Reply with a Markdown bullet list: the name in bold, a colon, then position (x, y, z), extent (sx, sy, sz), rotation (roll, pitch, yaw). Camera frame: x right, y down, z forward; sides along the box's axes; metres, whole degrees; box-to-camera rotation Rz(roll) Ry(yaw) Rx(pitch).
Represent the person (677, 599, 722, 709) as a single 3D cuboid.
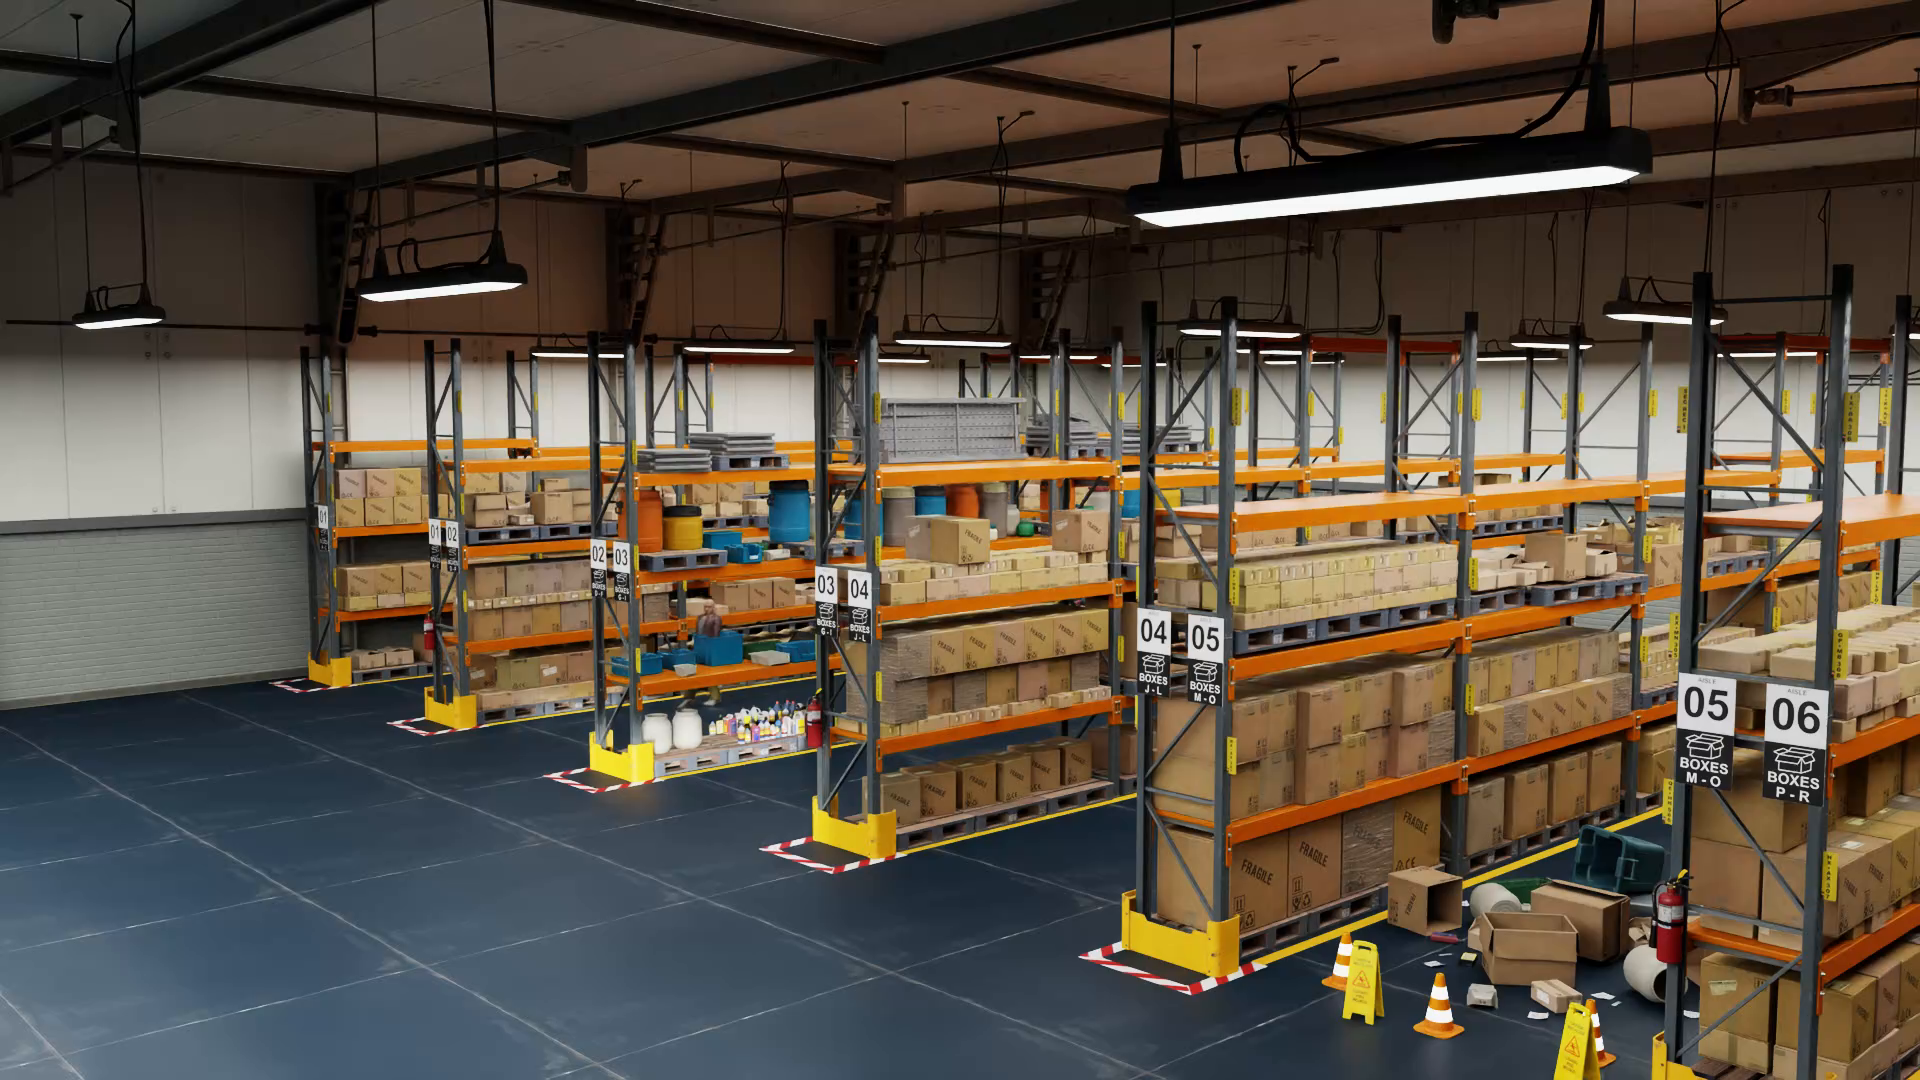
- **person**: position (-4.299, 1.897, 27.458), extent (0.620, 1.766, 0.792), rotation (3, 6, 34)
